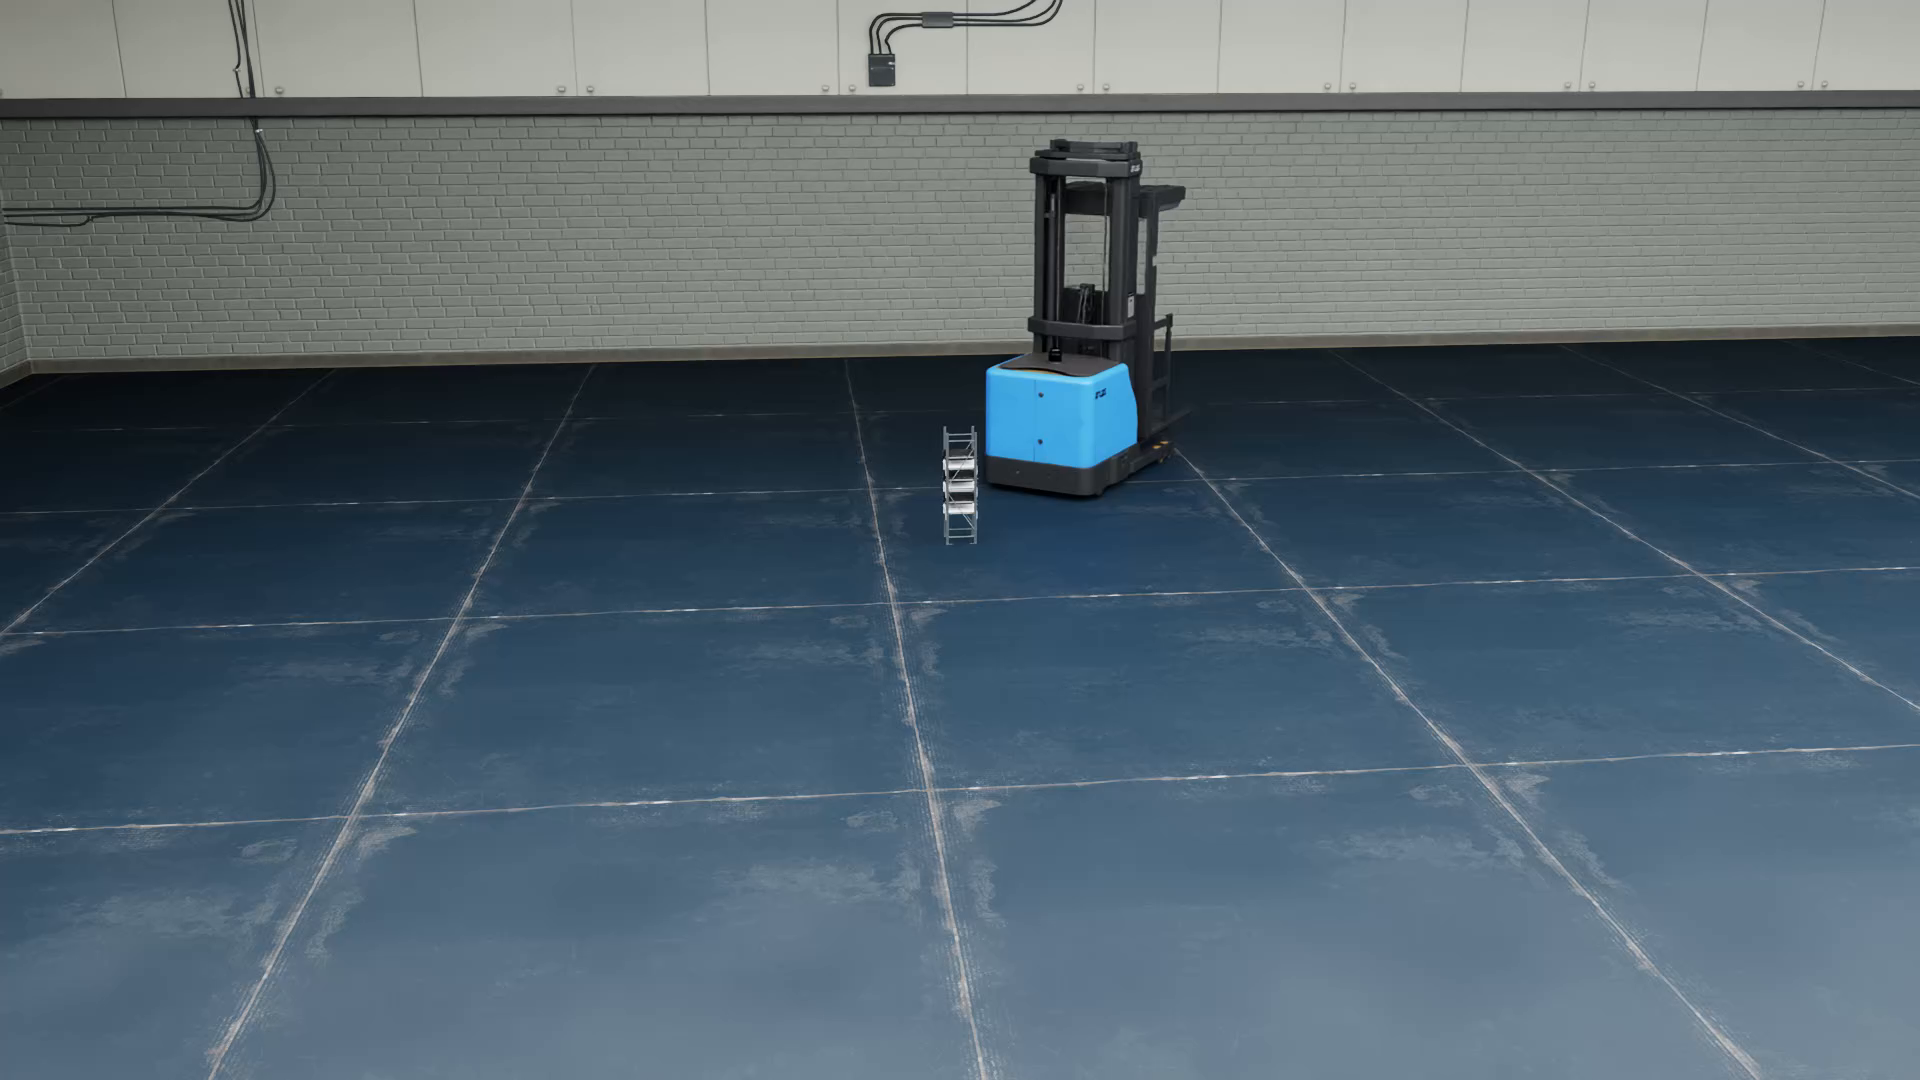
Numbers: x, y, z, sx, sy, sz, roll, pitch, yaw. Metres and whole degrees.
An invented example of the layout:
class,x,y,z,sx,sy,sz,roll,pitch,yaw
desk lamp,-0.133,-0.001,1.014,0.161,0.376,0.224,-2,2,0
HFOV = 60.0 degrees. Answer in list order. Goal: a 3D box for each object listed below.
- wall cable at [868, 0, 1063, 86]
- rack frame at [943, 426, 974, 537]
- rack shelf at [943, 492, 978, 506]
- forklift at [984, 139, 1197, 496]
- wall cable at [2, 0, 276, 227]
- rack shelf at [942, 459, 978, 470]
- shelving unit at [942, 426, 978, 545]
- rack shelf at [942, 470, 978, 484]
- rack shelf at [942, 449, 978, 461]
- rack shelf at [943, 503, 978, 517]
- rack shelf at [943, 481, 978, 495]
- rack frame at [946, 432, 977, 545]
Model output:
class,x,y,z,sx,sy,sz,roll,pitch,yaw
wall cable,0.091,-8.176,18.519,2.305,6.003,0.169,-2,18,-6
rack frame,-0.010,-0.457,13.131,0.240,0.900,0.006,-2,18,-6
rack shelf,0.001,-0.309,13.072,0.258,0.077,0.200,-2,18,-6
forklift,1.355,-2.168,15.190,1.130,2.935,3.031,9,20,27
wall cable,-9.353,-4.783,18.574,3.097,2.526,0.112,-2,18,-6
rack shelf,0.001,-0.567,12.991,0.258,0.077,0.200,-2,18,-6
shelving unit,0.001,-0.427,13.035,0.258,0.900,0.210,-2,18,-6
rack shelf,0.001,-0.481,13.018,0.258,0.077,0.200,-2,18,-6
rack shelf,0.001,-0.653,12.964,0.258,0.077,0.200,-2,18,-6
rack shelf,0.001,-0.223,13.098,0.258,0.077,0.200,-2,18,-6
rack shelf,0.001,-0.395,13.045,0.258,0.077,0.200,-2,18,-6
rack frame,0.011,-0.397,12.938,0.240,0.900,0.006,-2,18,-6
